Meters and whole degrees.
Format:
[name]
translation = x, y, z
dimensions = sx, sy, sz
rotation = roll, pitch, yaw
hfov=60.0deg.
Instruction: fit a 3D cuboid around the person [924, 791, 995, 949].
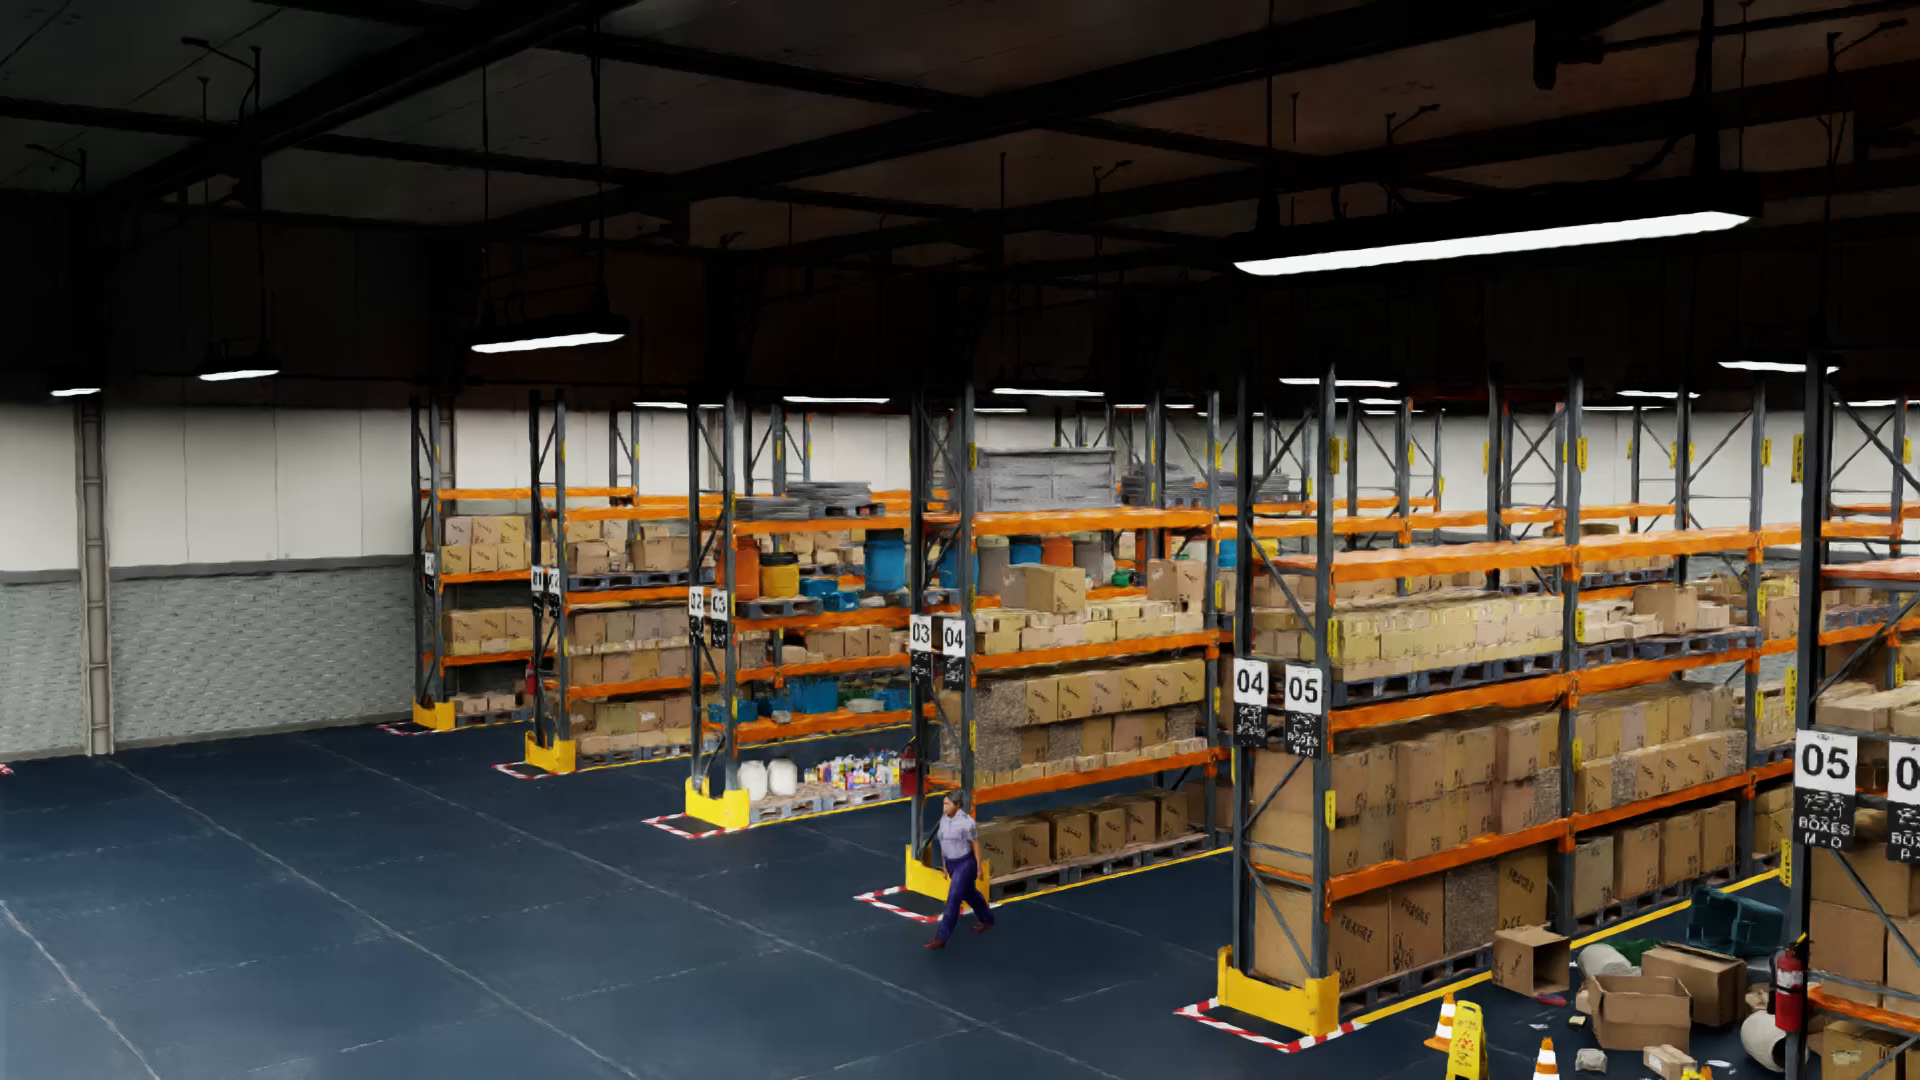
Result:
[person]
translation = -0.029, 3.353, 17.176
dimensions = 1.090, 1.567, 0.479
rotation = -3, 4, -37
